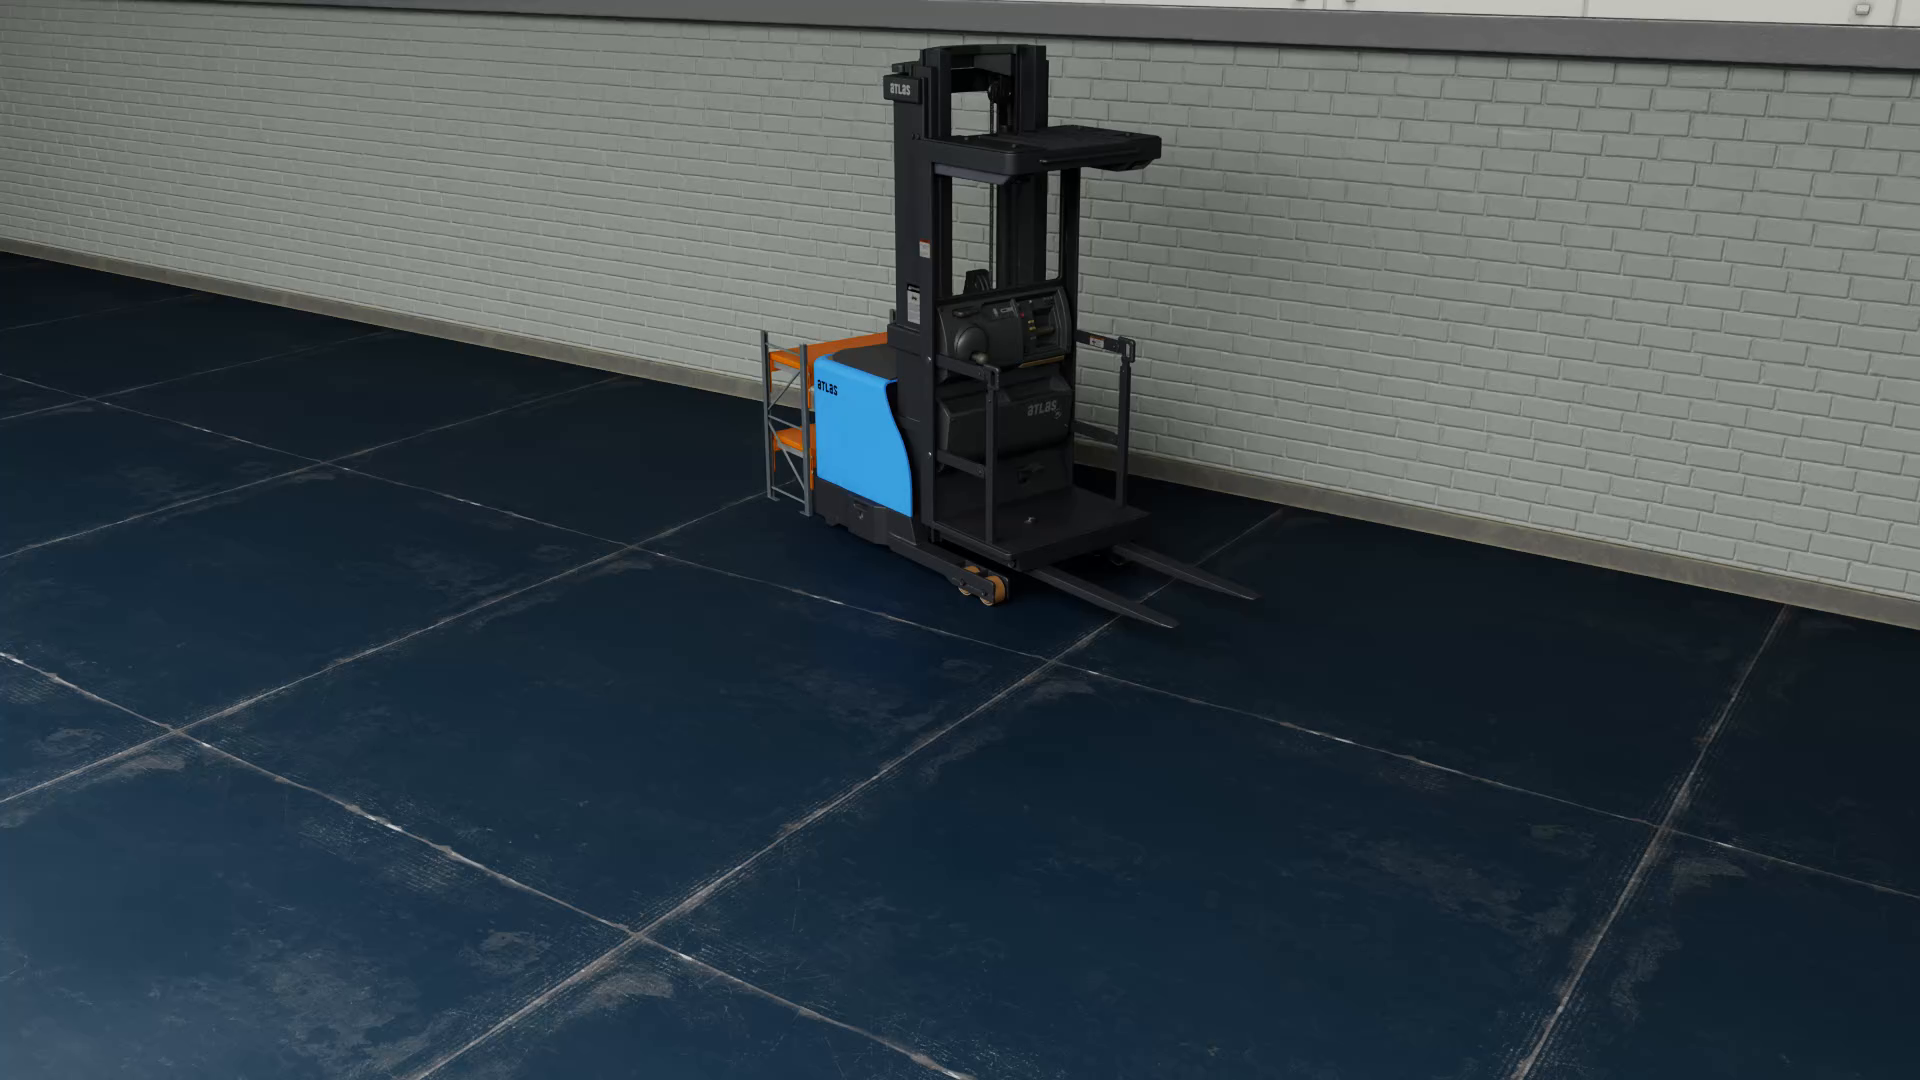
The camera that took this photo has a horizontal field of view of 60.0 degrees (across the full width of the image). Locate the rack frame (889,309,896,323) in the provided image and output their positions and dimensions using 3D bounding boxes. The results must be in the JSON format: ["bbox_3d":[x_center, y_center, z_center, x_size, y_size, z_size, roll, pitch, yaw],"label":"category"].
[{"bbox_3d":[-0.312,-0.965,11.253,0.032,1.125,0.500,-15,25,-35],"label":"rack frame"}]

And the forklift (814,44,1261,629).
[{"bbox_3d":[0.393,-1.204,9.294,1.130,2.935,3.031,-15,25,-36],"label":"forklift"}]

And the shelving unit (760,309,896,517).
[{"bbox_3d":[-0.712,-0.857,10.959,1.048,1.125,0.538,-15,25,-35],"label":"shelving unit"}]

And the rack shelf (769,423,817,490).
[{"bbox_3d":[-0.712,-0.627,11.044,1.000,0.278,0.538,-15,25,-35],"label":"rack shelf"}]

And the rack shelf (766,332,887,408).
[{"bbox_3d":[-0.712,-1.131,10.858,1.000,0.278,0.538,-15,25,-35],"label":"rack shelf"}]

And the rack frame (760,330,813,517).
[{"bbox_3d":[-1.113,-0.748,10.665,0.032,1.125,0.500,-15,25,-35],"label":"rack frame"}]
